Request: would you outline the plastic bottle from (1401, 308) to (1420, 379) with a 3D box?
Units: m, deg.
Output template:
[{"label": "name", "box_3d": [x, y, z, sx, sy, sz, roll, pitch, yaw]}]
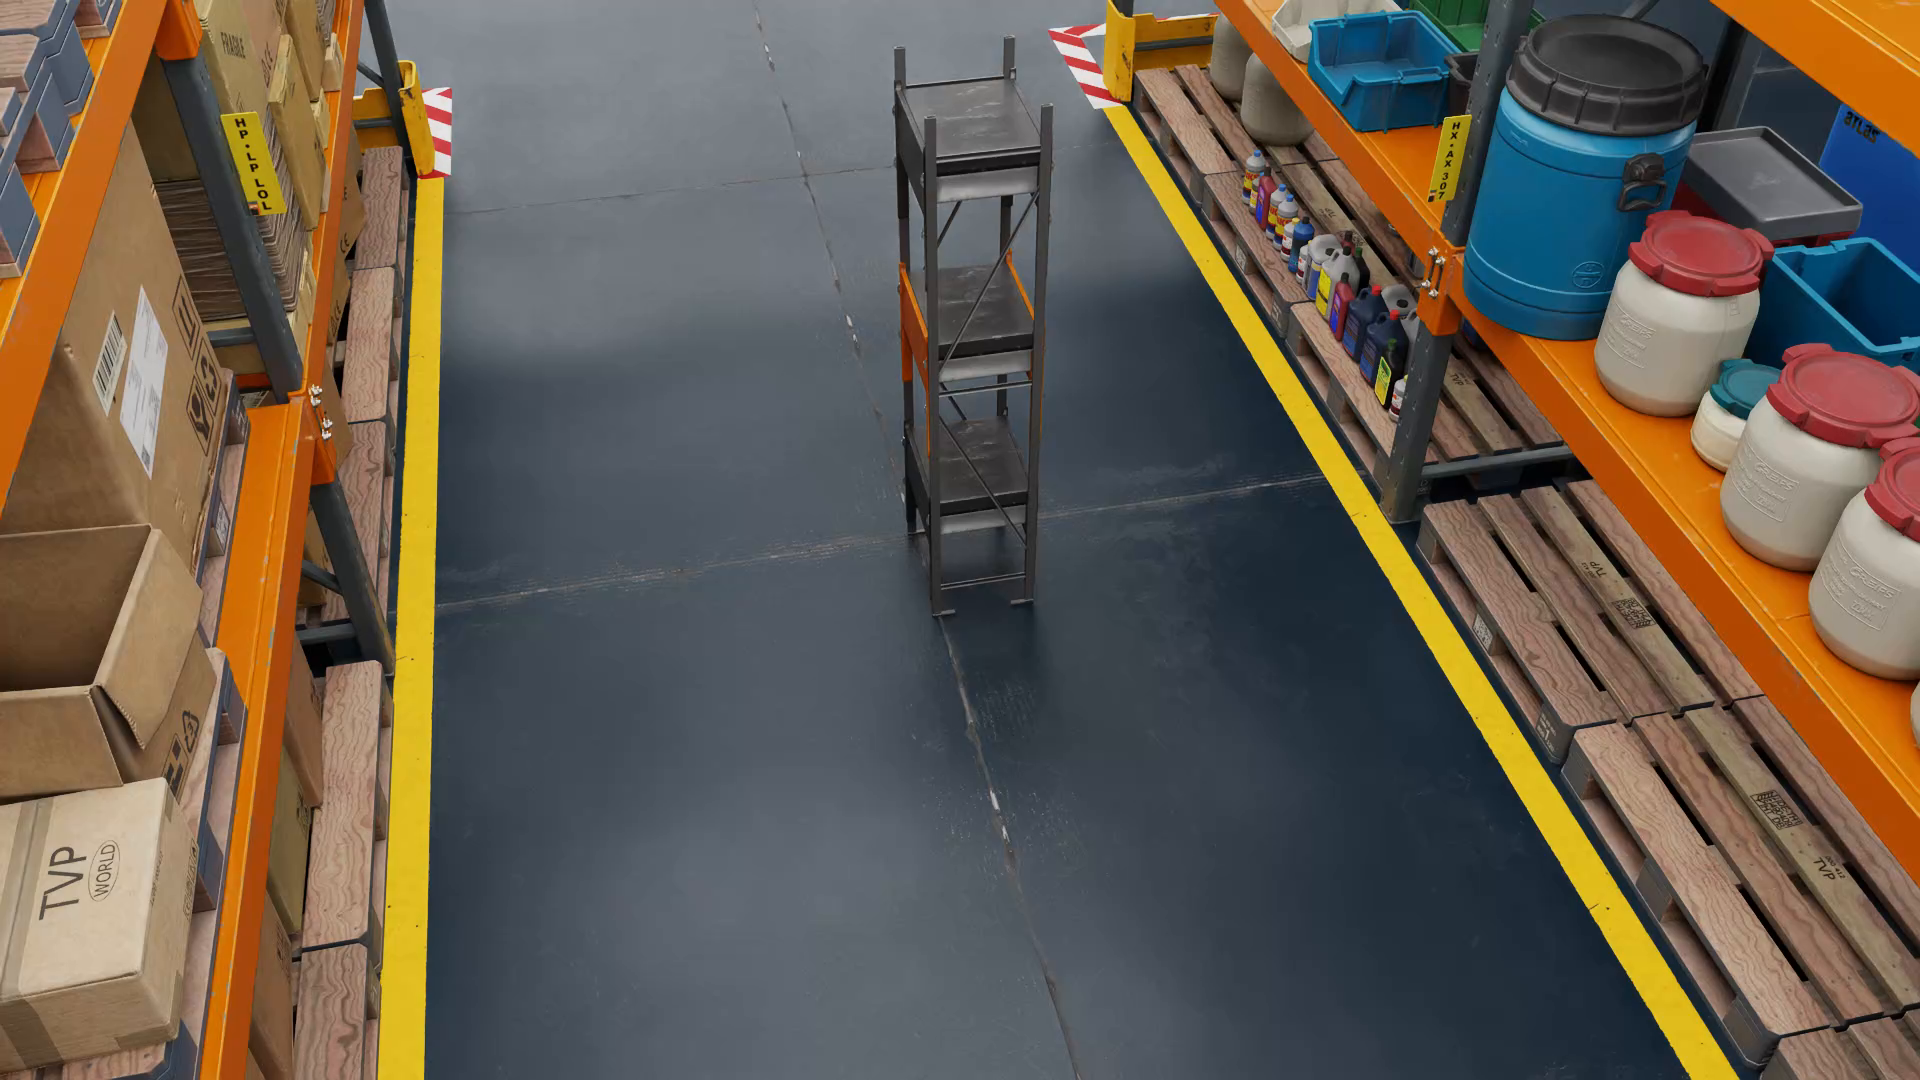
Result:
[{"label": "plastic bottle", "box_3d": [1.957, -0.859, 7.123, 0.144, 0.351, 0.185, -8, 42, -9]}]

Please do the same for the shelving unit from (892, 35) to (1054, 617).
[{"label": "shelving unit", "box_3d": [0.036, -0.678, 5.932, 0.431, 2.100, 0.503, -8, 42, -9]}]

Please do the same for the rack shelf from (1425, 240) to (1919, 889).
[{"label": "rack shelf", "box_3d": [2.669, 0.277, 4.721, 1.077, 0.370, 4.000, -8, 42, -9]}]

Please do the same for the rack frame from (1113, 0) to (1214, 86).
[{"label": "rack frame", "box_3d": [1.374, -3.882, 8.863, 1.000, 3.000, 0.127, -8, 42, -9]}]

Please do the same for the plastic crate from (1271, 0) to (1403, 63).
[{"label": "plastic crate", "box_3d": [1.639, -2.206, 7.175, 0.530, 0.136, 0.437, -8, 42, -9]}]

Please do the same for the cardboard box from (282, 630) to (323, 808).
[{"label": "cardboard box", "box_3d": [-2.488, 0.592, 5.375, 0.700, 0.500, 0.500, -11, 43, -13]}]

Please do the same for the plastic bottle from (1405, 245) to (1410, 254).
[{"label": "plastic bottle", "box_3d": [2.187, -1.462, 7.914, 0.097, 0.201, 0.097, 0, 42, 0]}]

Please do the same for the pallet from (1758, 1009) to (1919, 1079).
[{"label": "pallet", "box_3d": [2.971, 1.839, 4.519, 1.003, 0.211, 1.213, -8, 42, -9]}]

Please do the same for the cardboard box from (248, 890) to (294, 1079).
[{"label": "cardboard box", "box_3d": [-2.282, 1.267, 4.615, 0.700, 0.500, 0.500, -12, 43, -13]}]

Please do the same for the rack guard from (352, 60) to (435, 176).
[{"label": "rack guard", "box_3d": [-3.446, -2.188, 8.838, 1.175, 0.500, 0.348, -8, 42, -9]}]

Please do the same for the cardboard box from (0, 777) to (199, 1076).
[{"label": "cardboard box", "box_3d": [-1.873, 0.793, 3.393, 0.500, 0.250, 0.500, -9, 42, -10]}]

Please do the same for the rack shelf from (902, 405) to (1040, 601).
[{"label": "rack shelf", "box_3d": [0.036, -0.144, 6.406, 0.431, 0.518, 0.480, -8, 42, -9]}]

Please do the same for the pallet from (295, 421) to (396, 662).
[{"label": "pallet", "box_3d": [-2.779, 0.033, 6.553, 1.003, 0.211, 1.213, -8, 42, -9]}]

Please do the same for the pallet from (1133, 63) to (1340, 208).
[{"label": "pallet", "box_3d": [1.606, -2.269, 9.147, 1.003, 0.211, 1.213, -8, 42, -9]}]

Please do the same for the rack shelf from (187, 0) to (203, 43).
[{"label": "rack shelf", "box_3d": [-3.031, -2.728, 5.846, 1.077, 0.370, 4.000, -8, 42, -9]}]

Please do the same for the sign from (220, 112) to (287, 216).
[{"label": "sign", "box_3d": [-2.058, -1.094, 4.851, 0.100, 0.325, 0.005, -8, 42, -9]}]

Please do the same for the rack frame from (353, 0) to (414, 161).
[{"label": "rack frame", "box_3d": [-3.463, -3.172, 8.064, 1.000, 3.000, 0.127, -8, 42, -9]}]

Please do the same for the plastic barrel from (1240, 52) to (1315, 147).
[{"label": "plastic barrel", "box_3d": [1.699, -2.368, 8.715, 0.421, 0.512, 0.421, 0, 42, 0]}]

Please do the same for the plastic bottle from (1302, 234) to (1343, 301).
[{"label": "plastic bottle", "box_3d": [1.674, -1.251, 7.620, 0.152, 0.276, 0.135, -8, 42, -8]}]

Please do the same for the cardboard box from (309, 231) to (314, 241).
[{"label": "cardboard box", "box_3d": [-2.537, -1.150, 5.976, 0.380, 0.149, 0.250, -8, 42, -9]}]

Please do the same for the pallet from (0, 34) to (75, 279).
[{"label": "pallet", "box_3d": [-2.343, -0.543, 2.985, 1.213, 0.211, 1.003, -8, 42, -9]}]

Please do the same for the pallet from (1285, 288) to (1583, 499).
[{"label": "pallet", "box_3d": [2.133, -0.687, 7.365, 1.003, 0.211, 1.213, -8, 42, -9]}]

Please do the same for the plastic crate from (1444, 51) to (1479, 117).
[{"label": "plastic crate", "box_3d": [2.248, -1.623, 6.366, 0.767, 0.338, 0.504, -8, 42, -9]}]

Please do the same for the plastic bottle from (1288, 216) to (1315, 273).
[{"label": "plastic bottle", "box_3d": [1.600, -1.388, 7.777, 0.097, 0.271, 0.097, 0, 42, 0]}]

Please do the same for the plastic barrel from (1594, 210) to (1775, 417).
[{"label": "plastic barrel", "box_3d": [2.229, -0.688, 5.163, 0.433, 0.535, 0.433, 0, 42, 0]}]

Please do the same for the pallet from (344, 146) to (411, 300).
[{"label": "pallet", "box_3d": [-3.305, -1.548, 8.335, 1.003, 0.211, 1.213, -8, 42, -9]}]

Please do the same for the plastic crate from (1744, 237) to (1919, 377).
[{"label": "plastic crate", "box_3d": [2.779, -0.612, 5.192, 0.392, 0.384, 0.575, -8, 42, -9]}]

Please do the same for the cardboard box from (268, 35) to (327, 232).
[{"label": "cardboard box", "box_3d": [-2.709, -1.357, 5.720, 0.875, 0.500, 0.500, -8, 42, -9]}]

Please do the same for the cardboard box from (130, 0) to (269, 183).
[{"label": "cardboard box", "box_3d": [-2.448, -1.430, 5.049, 0.500, 0.500, 0.500, -8, 42, -9]}]

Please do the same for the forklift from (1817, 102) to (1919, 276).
[{"label": "forklift", "box_3d": [4.872, -1.527, 6.262, 1.130, 2.935, 3.031, -10, 43, -11]}]

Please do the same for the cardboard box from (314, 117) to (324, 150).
[{"label": "cardboard box", "box_3d": [-2.646, -1.474, 6.341, 0.380, 0.149, 0.250, -8, 42, -9]}]

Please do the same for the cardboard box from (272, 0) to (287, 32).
[{"label": "cardboard box", "box_3d": [-2.665, -2.078, 5.779, 0.500, 0.500, 0.500, -8, 42, -9]}]

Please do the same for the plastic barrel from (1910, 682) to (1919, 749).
[{"label": "plastic barrel", "box_3d": [2.579, 0.353, 4.009, 0.421, 0.512, 0.421, 0, 42, 0]}]

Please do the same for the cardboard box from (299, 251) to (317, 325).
[{"label": "cardboard box", "box_3d": [-2.393, -0.832, 5.616, 0.380, 0.149, 0.250, -8, 42, -9]}]

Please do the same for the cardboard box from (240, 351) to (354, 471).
[{"label": "cardboard box", "box_3d": [-2.777, -0.436, 6.549, 0.500, 0.500, 0.500, 4, 42, 4]}]

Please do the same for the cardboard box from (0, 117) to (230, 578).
[{"label": "cardboard box", "box_3d": [-2.564, -0.425, 4.201, 1.000, 1.000, 1.000, -8, 42, -9]}]

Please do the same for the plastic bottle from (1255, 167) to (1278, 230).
[{"label": "plastic bottle", "box_3d": [1.492, -1.661, 8.076, 0.061, 0.283, 0.133, -8, 42, -9]}]

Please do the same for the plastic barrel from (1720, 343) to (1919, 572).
[{"label": "plastic barrel", "box_3d": [2.388, -0.212, 4.627, 0.433, 0.535, 0.433, 0, 42, 0]}]

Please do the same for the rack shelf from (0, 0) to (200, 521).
[{"label": "rack shelf", "box_3d": [-2.167, -0.135, 2.925, 1.077, 0.370, 4.000, -8, 42, -9]}]

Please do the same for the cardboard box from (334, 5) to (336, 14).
[{"label": "cardboard box", "box_3d": [-3.003, -2.442, 7.430, 0.380, 0.149, 0.250, -8, 42, -9]}]

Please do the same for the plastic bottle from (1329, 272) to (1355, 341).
[{"label": "plastic bottle", "box_3d": [1.699, -1.038, 7.374, 0.061, 0.283, 0.133, -6, 42, -6]}]

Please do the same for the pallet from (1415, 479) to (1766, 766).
[{"label": "pallet", "box_3d": [2.444, 0.258, 6.301, 1.003, 0.211, 1.213, -8, 42, -9]}]

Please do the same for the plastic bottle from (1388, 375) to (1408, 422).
[{"label": "plastic bottle", "box_3d": [1.854, -0.597, 6.940, 0.097, 0.201, 0.097, 0, 42, 0]}]

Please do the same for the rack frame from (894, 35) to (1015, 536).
[{"label": "rack frame", "box_3d": [-0.017, -0.836, 6.110, 0.400, 2.100, 0.015, -8, 42, -9]}]

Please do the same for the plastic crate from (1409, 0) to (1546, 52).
[{"label": "plastic crate", "box_3d": [2.220, -2.130, 7.050, 0.450, 0.188, 0.662, -8, 42, -9]}]

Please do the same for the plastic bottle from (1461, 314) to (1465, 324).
[{"label": "plastic bottle", "box_3d": [2.319, -1.092, 7.445, 0.097, 0.271, 0.097, 0, 42, 0]}]

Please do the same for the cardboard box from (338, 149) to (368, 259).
[{"label": "cardboard box", "box_3d": [-3.182, -1.604, 7.864, 0.500, 0.500, 0.500, 2, 42, 2]}]

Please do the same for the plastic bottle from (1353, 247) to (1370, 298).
[{"label": "plastic bottle", "box_3d": [1.800, -1.179, 7.533, 0.061, 0.283, 0.133, -8, 42, -9]}]

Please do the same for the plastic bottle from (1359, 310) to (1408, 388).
[{"label": "plastic bottle", "box_3d": [1.817, -0.839, 7.099, 0.144, 0.351, 0.185, -9, 42, -10]}]

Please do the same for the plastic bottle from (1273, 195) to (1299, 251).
[{"label": "plastic bottle", "box_3d": [1.556, -1.519, 7.925, 0.097, 0.271, 0.097, 0, 42, 0]}]

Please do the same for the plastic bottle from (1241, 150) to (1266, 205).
[{"label": "plastic bottle", "box_3d": [1.461, -1.806, 8.249, 0.097, 0.271, 0.097, 0, 42, 0]}]

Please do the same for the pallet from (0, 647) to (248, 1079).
[{"label": "pallet", "box_3d": [-2.203, 0.808, 3.724, 1.003, 0.211, 1.213, -8, 42, -9]}]

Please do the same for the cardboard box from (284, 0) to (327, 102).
[{"label": "cardboard box", "box_3d": [-2.983, -1.997, 6.441, 0.875, 0.500, 0.500, -8, 42, -9]}]
